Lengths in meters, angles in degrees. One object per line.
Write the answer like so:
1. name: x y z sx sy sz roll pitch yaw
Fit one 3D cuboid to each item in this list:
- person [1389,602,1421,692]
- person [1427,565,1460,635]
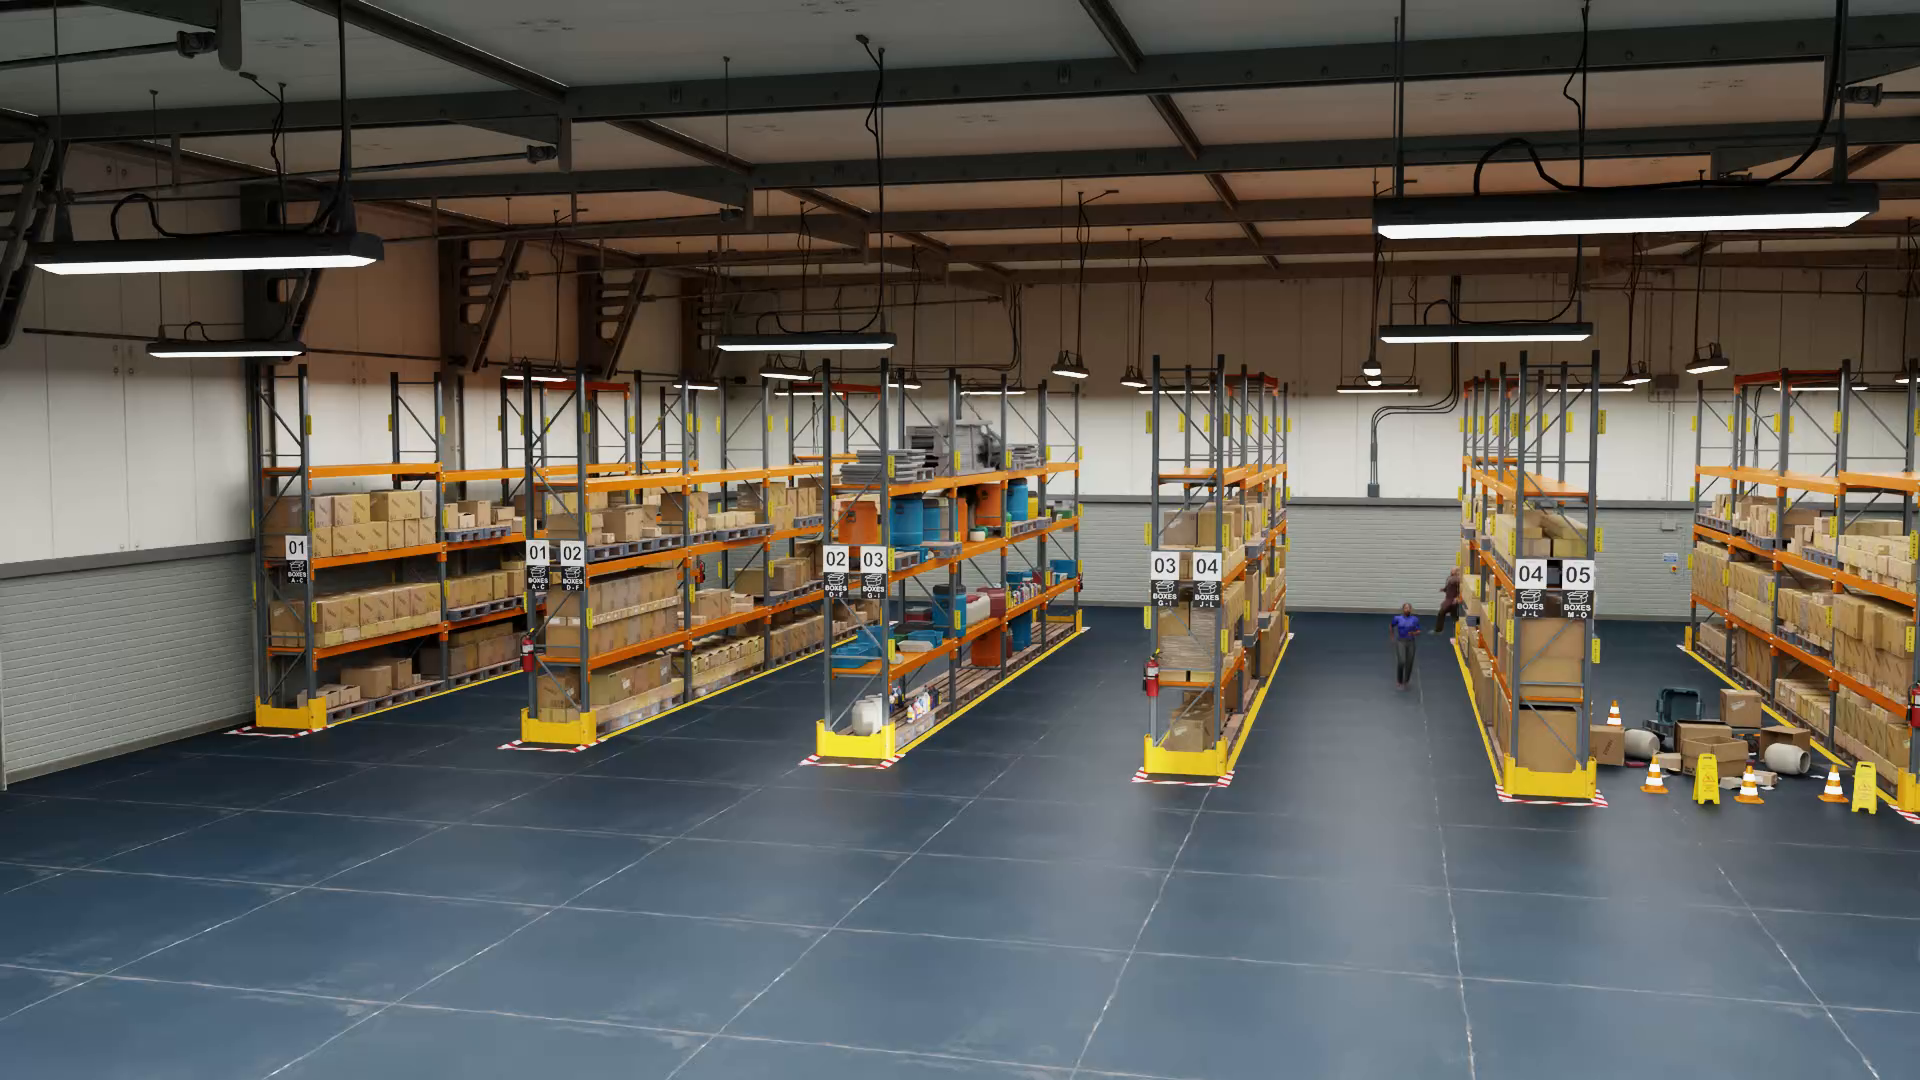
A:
1. person: 8.394 2.025 31.328 0.543 1.701 0.713 0 4 5
2. person: 11.595 1.467 39.526 0.975 1.620 0.854 2 4 25
